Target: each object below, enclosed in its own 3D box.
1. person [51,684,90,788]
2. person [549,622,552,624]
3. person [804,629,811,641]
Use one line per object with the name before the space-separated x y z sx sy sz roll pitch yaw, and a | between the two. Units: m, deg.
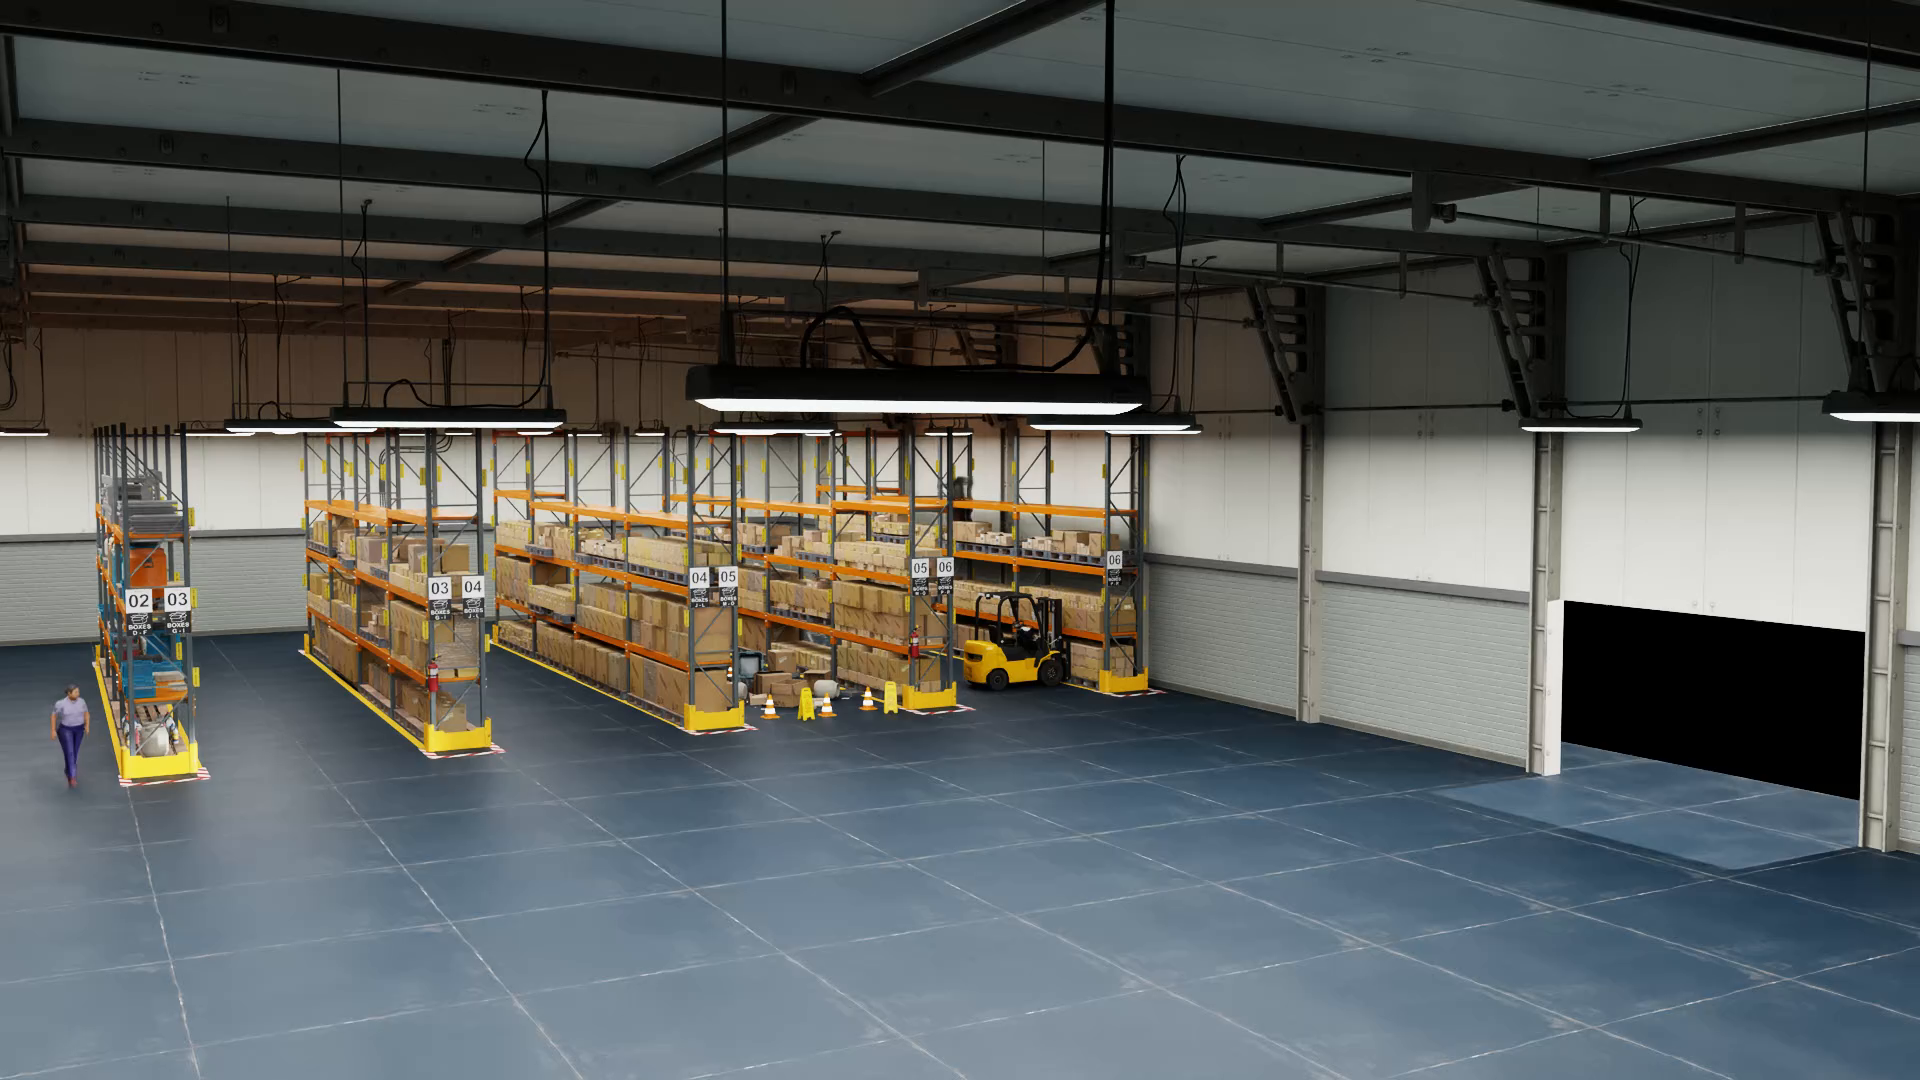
person | -14.735 3.192 27.597 0.856 1.612 0.583 3 4 38
person | -11.633 2.028 48.151 0.559 1.562 0.631 3 5 40
person | -4.411 2.102 47.057 0.578 1.516 1.059 -1 4 -15
